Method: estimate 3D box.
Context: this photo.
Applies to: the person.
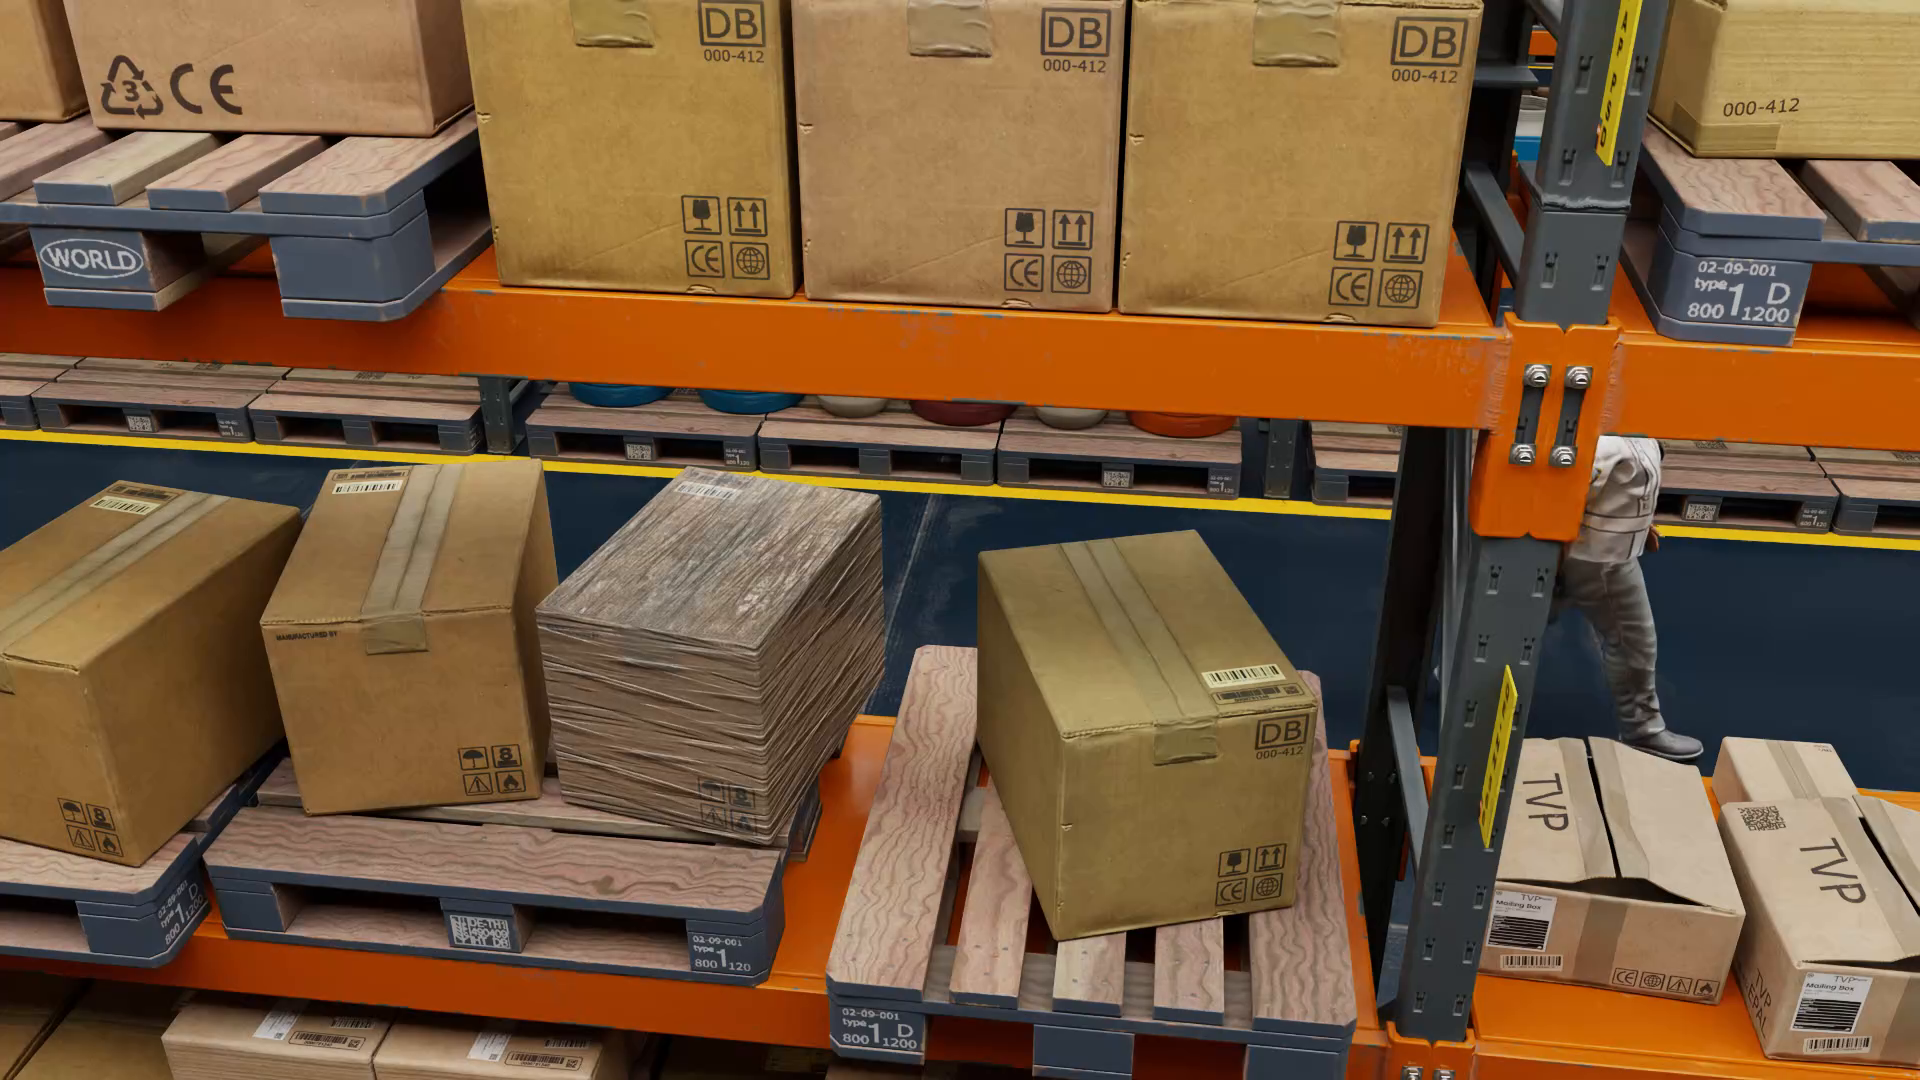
[{"bbox_3d":[2.361,-0.003,6.122,0.987,1.607,0.481,7,29,13],"label":"person"}]
